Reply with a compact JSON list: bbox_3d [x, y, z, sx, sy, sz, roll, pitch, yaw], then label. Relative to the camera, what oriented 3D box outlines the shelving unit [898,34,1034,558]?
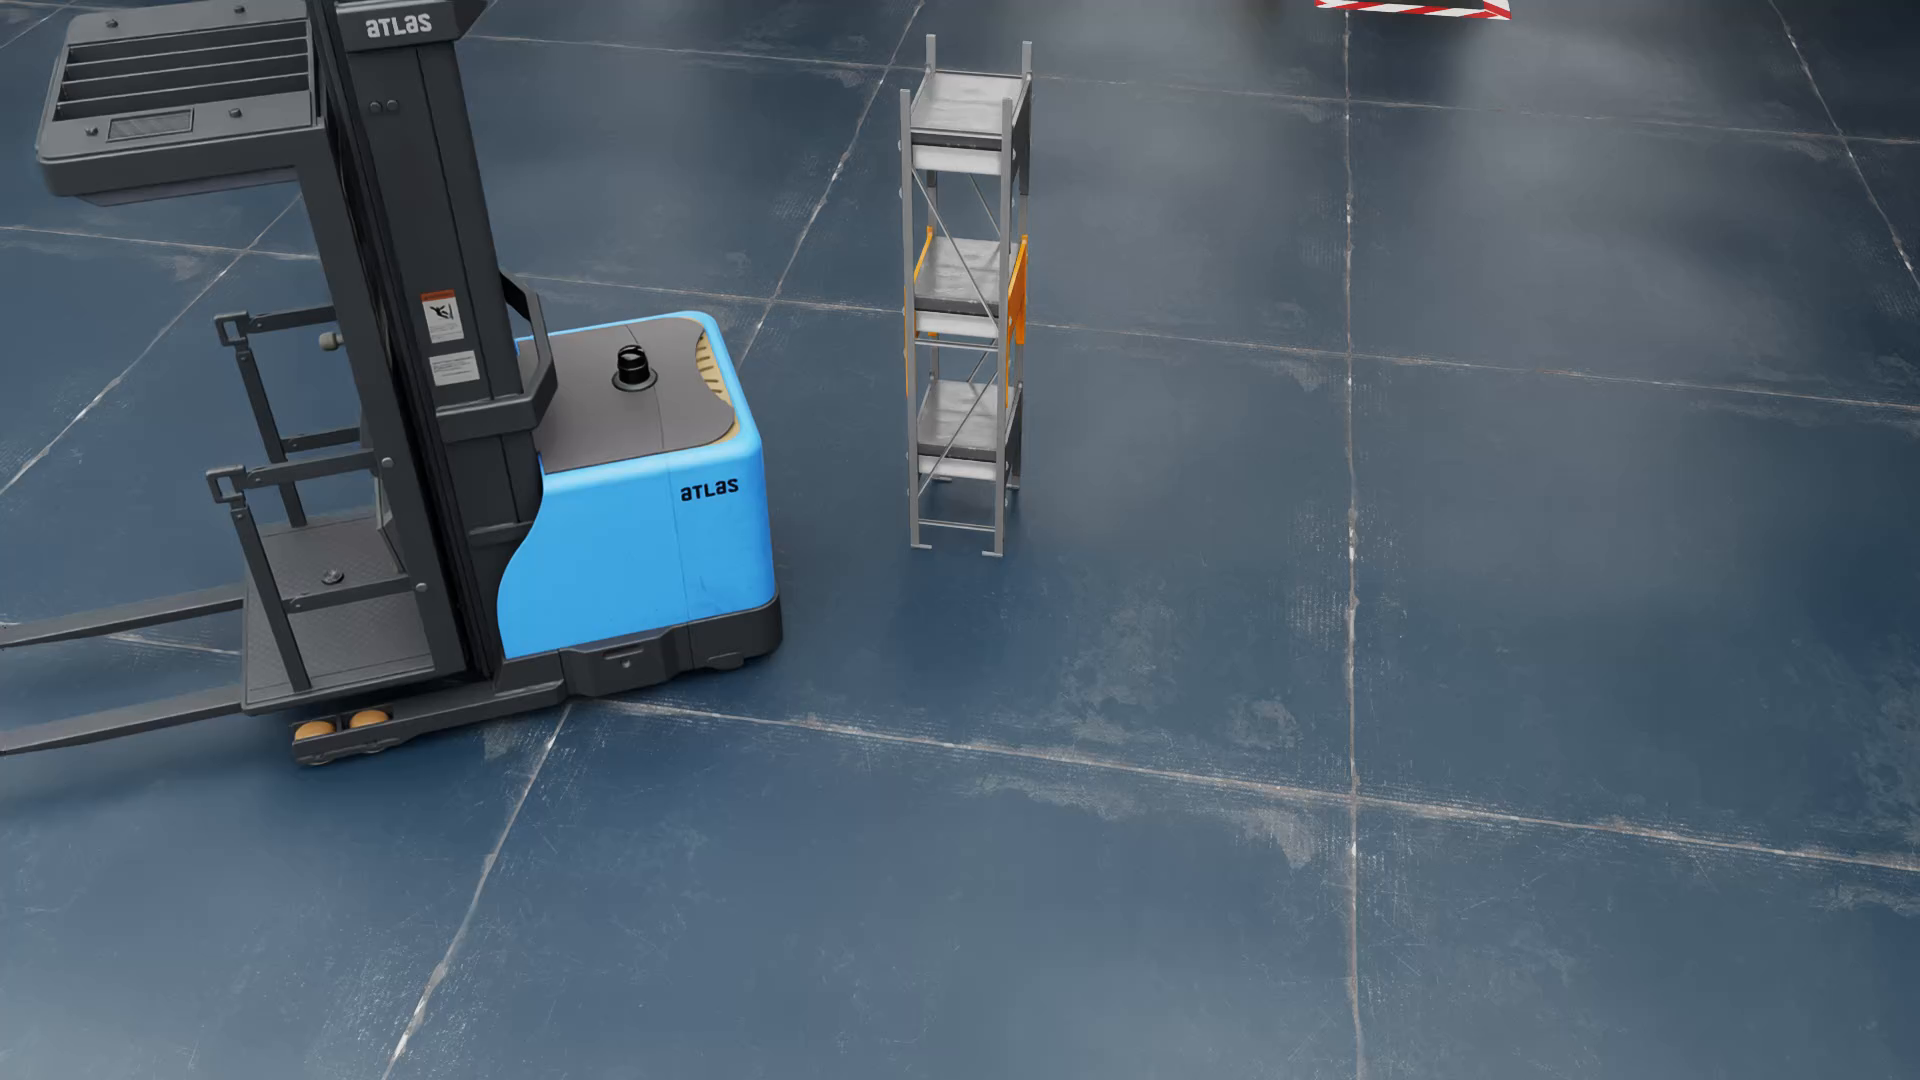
[{"bbox_3d":[0.029,-0.913,6.707,0.431,2.100,0.503,6,40,8],"label":"shelving unit"}]

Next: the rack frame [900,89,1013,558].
[{"bbox_3d":[-0.014,-0.760,6.521,0.400,2.100,0.015,6,40,8],"label":"rack frame"}]

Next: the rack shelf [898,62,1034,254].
[{"bbox_3d":[0.029,-1.442,6.269,0.431,0.518,0.480,6,40,8],"label":"rack shelf"}]

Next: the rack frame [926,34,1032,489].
[{"bbox_3d":[0.071,-1.066,6.892,0.400,2.100,0.015,6,40,8],"label":"rack frame"}]

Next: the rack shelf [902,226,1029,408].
[{"bbox_3d":[0.029,-0.903,6.715,0.431,0.518,0.480,6,40,8],"label":"rack shelf"}]

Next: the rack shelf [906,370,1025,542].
[{"bbox_3d":[0.029,-0.363,7.161,0.431,0.518,0.480,6,40,8],"label":"rack shelf"}]

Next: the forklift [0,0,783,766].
[{"bbox_3d":[-2.284,-0.666,5.756,3.031,2.935,1.130,-11,41,-14],"label":"forklift"}]
